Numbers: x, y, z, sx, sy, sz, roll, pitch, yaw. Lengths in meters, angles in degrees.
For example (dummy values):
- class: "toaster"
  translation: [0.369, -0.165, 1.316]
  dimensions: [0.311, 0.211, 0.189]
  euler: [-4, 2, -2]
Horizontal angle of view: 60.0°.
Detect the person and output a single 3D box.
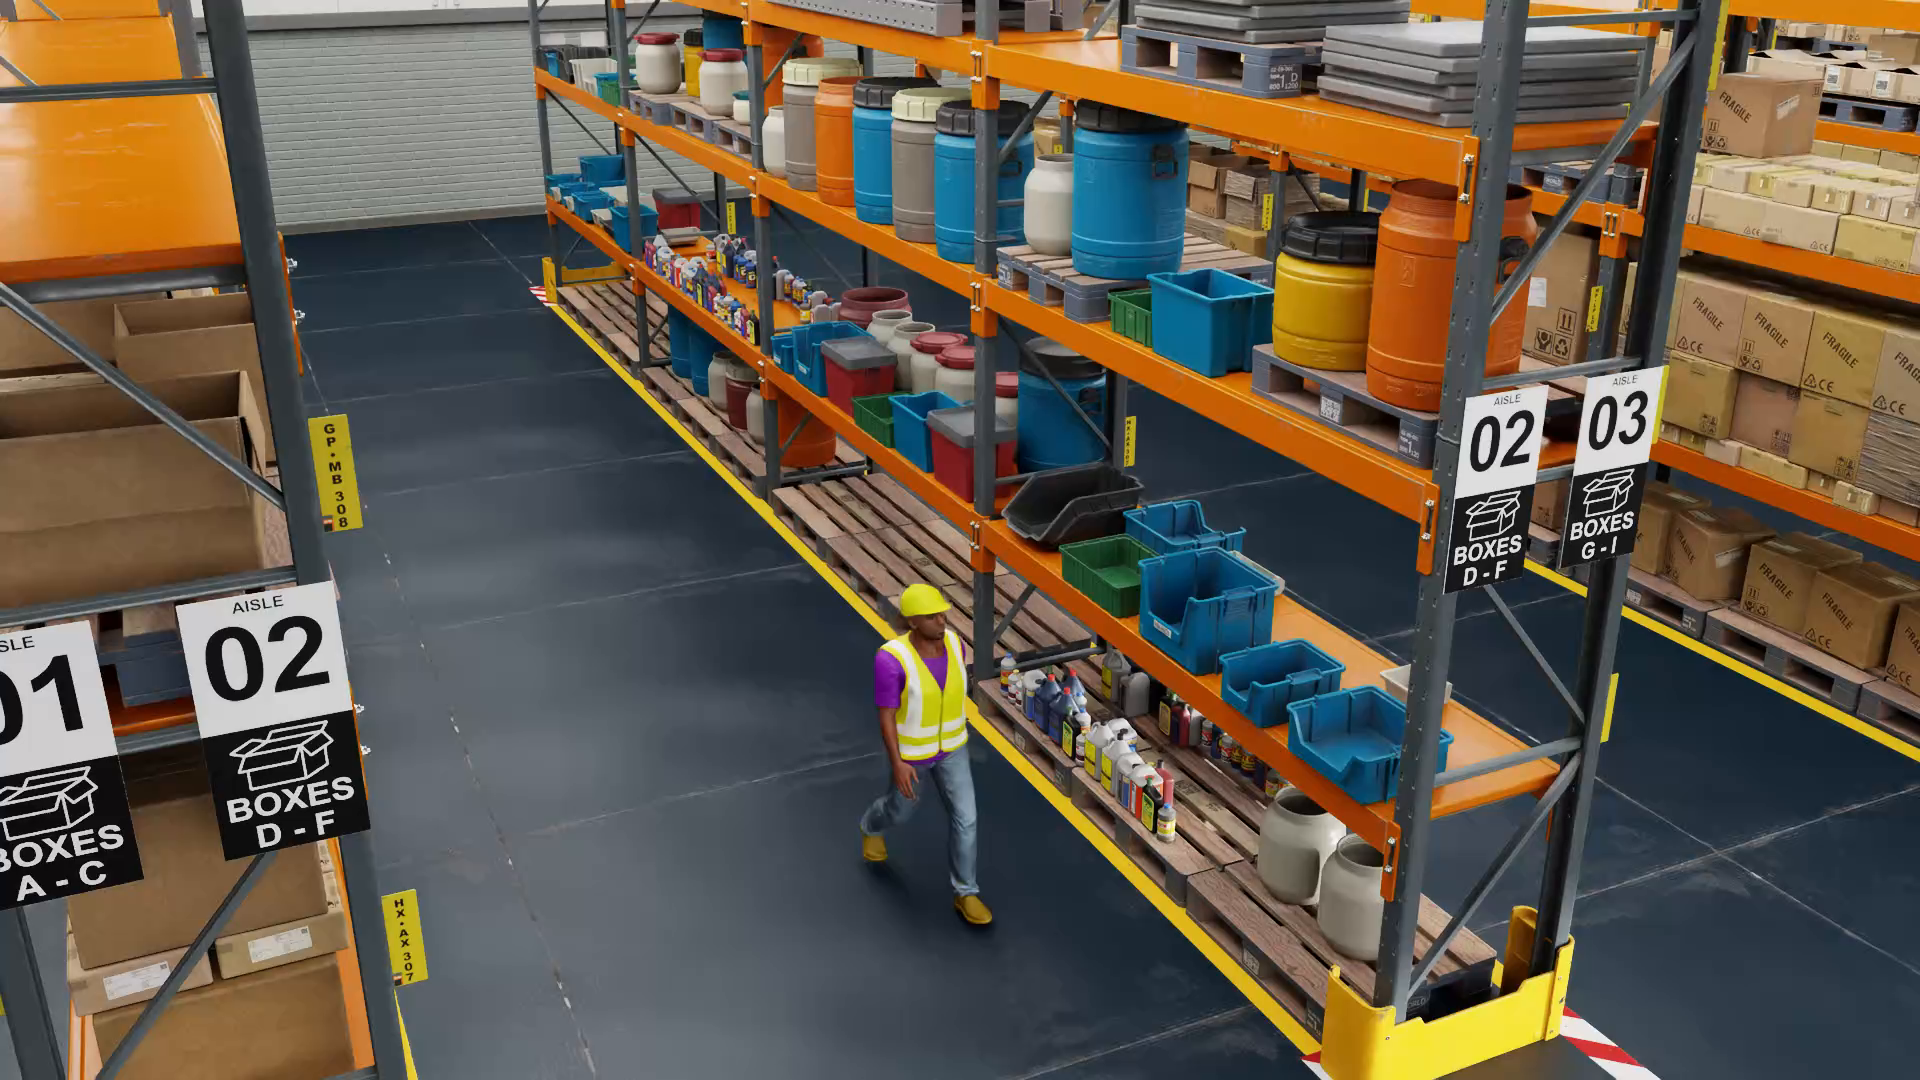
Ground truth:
- class: "person"
  translation: [-0.183, 1.030, 8.438]
  dimensions: [0.551, 1.733, 0.992]
  euler: [-12, 25, -26]
